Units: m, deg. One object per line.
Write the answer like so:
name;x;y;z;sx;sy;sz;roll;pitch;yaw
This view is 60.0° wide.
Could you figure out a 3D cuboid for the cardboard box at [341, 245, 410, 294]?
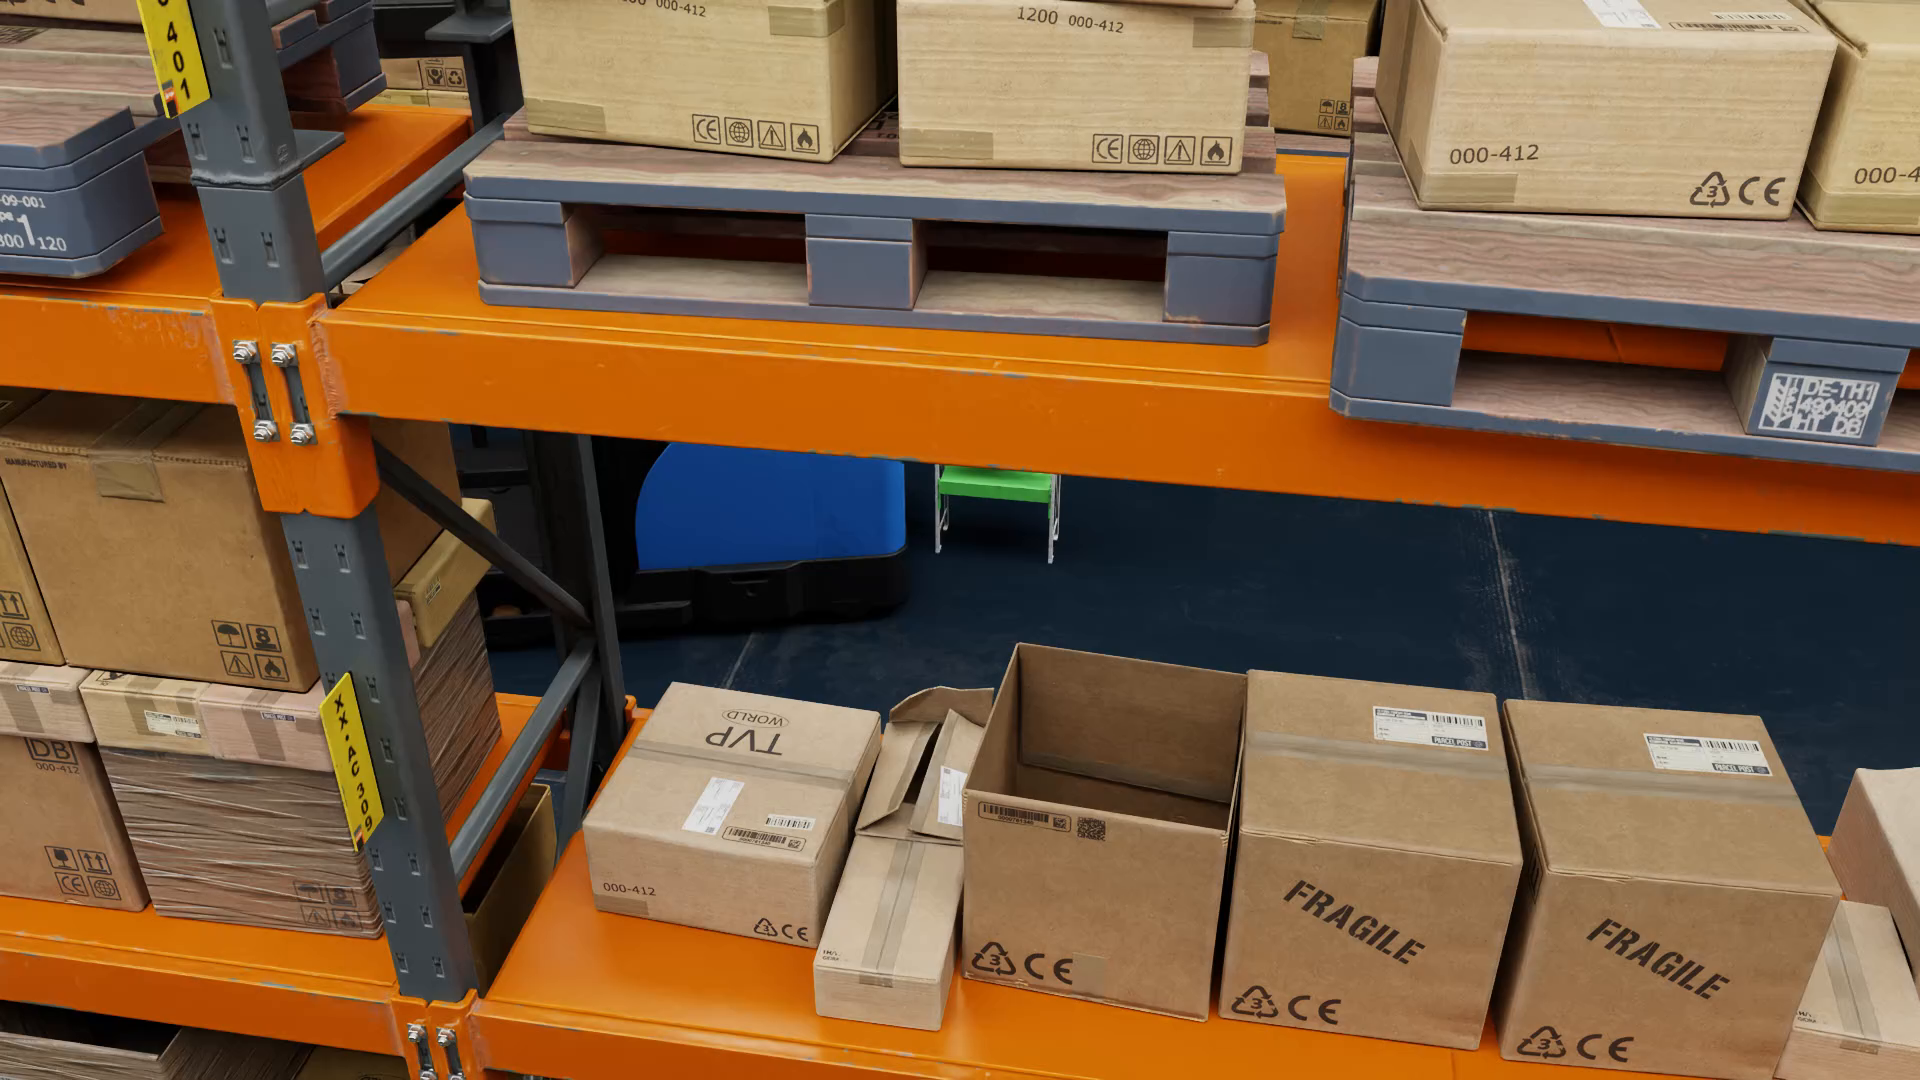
cardboard box;-2.854;-1.334;8.674;0.500;0.311;0.500;8;33;12

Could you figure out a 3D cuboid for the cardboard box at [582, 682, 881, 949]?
cardboard box;-0.477;0.586;3.628;0.500;0.250;0.500;7;33;11

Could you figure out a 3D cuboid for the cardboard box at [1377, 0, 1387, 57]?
cardboard box;2.106;-2.098;7.266;0.500;0.500;0.700;5;32;8

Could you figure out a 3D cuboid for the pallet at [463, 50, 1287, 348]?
pallet;-0.098;-0.617;2.762;1.217;0.209;0.805;4;32;6

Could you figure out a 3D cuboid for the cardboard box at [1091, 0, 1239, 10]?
cardboard box;0.197;-1.088;2.373;0.500;0.500;0.500;8;33;13

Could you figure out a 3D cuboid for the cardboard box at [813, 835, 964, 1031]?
cardboard box;-0.131;0.794;3.392;0.250;0.149;0.380;5;32;8

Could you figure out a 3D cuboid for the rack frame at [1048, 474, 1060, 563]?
rack frame;0.404;-0.472;6.873;0.015;1.200;0.240;5;32;8

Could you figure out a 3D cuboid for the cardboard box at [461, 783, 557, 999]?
cardboard box;-1.374;0.966;4.369;0.500;0.500;0.500;5;32;8

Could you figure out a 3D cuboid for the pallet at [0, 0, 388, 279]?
pallet;-1.815;-0.795;2.950;1.213;0.211;1.003;5;32;8

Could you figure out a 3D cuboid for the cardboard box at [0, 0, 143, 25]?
cardboard box;-1.422;-1.233;2.943;0.500;0.500;0.500;8;33;12

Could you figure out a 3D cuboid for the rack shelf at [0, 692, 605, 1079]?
rack shelf;-2.941;0.628;4.098;4.000;0.370;1.077;5;32;8

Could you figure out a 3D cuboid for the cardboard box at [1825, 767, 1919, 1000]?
cardboard box;2.124;0.715;3.365;0.500;0.311;0.500;5;32;8

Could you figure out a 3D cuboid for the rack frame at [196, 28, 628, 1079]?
rack frame;-0.970;0.501;3.622;0.127;3.000;1.000;5;32;8

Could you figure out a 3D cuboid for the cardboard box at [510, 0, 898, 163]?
cardboard box;-0.364;-0.825;2.659;0.500;0.250;0.500;8;33;13

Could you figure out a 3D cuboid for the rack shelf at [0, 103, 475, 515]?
rack shelf;-2.941;-0.644;3.302;4.000;0.370;1.077;5;32;8

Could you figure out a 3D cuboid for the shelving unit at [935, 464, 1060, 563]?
shelving unit;0.163;-0.494;6.908;0.503;1.200;0.258;5;32;8

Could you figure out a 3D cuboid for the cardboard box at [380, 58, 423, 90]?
cardboard box;-2.669;-2.411;7.691;0.500;0.500;0.500;4;32;7

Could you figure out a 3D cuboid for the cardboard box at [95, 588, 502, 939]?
cardboard box;-1.408;0.422;3.654;0.500;0.500;0.700;4;32;7

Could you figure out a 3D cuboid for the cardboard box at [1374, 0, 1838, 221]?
cardboard box;0.905;-0.682;2.431;0.500;0.250;0.500;3;32;4

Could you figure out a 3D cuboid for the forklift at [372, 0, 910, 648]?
forklift;-1.759;-1.102;6.247;3.031;2.935;1.130;-4;32;-6

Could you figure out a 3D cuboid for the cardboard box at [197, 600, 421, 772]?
cardboard box;-1.274;0.272;3.283;0.250;0.149;0.380;5;32;8

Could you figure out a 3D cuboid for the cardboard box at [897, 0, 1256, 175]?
cardboard box;0.178;-0.777;2.583;0.500;0.250;0.500;2;32;3

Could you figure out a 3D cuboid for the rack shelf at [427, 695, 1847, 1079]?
rack shelf;1.002;0.985;3.528;4.000;0.370;1.077;5;32;8

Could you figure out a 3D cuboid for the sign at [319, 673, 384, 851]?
sign;-1.062;0.391;2.907;0.005;0.325;0.100;5;32;8

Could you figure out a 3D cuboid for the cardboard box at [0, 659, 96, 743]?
cardboard box;-1.776;0.226;3.355;0.250;0.149;0.380;4;32;7

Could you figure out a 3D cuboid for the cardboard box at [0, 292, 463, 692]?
cardboard box;-1.408;-0.127;3.309;0.500;0.500;0.700;5;32;8

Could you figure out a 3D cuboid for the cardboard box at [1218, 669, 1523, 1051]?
cardboard box;0.797;0.628;3.326;0.500;0.500;0.500;5;32;8

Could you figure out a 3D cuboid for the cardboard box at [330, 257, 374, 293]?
cardboard box;-3.416;-1.385;8.755;0.500;0.311;0.500;2;32;3

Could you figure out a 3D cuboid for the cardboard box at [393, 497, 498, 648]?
cardboard box;-1.202;0.059;3.624;0.250;0.149;0.380;5;32;8

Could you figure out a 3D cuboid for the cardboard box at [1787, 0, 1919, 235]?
cardboard box;1.435;-0.633;2.353;0.500;0.250;0.500;5;32;7

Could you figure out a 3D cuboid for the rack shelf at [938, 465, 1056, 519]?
rack shelf;0.163;-0.236;7.069;0.480;0.148;0.258;5;32;8

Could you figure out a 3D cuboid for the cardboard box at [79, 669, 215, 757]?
cardboard box;-1.517;0.249;3.320;0.250;0.149;0.380;5;32;7

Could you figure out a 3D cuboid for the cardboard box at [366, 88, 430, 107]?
cardboard box;-2.640;-2.095;7.892;0.500;0.250;0.500;5;32;7

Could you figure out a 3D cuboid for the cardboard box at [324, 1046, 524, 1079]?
cardboard box;-1.376;1.289;4.560;0.500;0.250;0.500;5;32;8

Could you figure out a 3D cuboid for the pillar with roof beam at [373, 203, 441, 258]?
pillar with roof beam;-3.972;-3.128;3.766;0.400;9.000;9.100;5;32;8

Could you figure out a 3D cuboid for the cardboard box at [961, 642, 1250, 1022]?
cardboard box;0.304;0.583;3.397;0.500;0.500;0.500;7;33;12

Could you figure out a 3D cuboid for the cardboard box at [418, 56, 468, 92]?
cardboard box;-2.159;-2.371;7.627;0.500;0.500;0.500;6;33;10

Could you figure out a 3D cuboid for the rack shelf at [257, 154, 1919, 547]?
rack shelf;1.002;-0.287;2.732;4.000;0.370;1.077;5;32;8

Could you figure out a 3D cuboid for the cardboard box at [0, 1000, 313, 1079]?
cardboard box;-1.955;1.193;4.006;0.500;0.500;0.500;5;32;8

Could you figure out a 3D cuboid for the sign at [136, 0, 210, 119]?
sign;-1.062;-0.733;2.204;0.005;0.325;0.100;5;32;8

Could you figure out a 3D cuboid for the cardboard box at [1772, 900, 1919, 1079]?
cardboard box;1.707;0.880;3.253;0.250;0.149;0.380;8;33;12

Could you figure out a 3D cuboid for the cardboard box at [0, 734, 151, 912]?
cardboard box;-1.929;0.379;3.723;0.500;0.500;0.700;5;32;8

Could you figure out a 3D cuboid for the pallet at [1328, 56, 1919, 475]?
pallet;1.186;-0.445;2.485;1.213;0.211;1.003;7;33;10

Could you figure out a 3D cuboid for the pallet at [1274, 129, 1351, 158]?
pallet;1.845;-1.807;7.490;1.213;0.211;1.003;5;32;8

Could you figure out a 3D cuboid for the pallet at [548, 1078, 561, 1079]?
pallet;-1.747;1.590;4.510;1.213;0.211;1.003;5;32;8

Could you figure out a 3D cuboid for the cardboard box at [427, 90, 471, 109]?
cardboard box;-2.142;-2.049;7.818;0.500;0.250;0.500;5;32;9

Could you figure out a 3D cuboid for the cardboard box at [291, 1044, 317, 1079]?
cardboard box;-1.955;1.512;4.203;0.500;0.250;0.500;5;32;8

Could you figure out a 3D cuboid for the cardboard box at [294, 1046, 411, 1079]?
cardboard box;-1.464;1.562;4.124;0.500;0.250;0.500;5;32;8

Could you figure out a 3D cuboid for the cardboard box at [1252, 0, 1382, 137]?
cardboard box;1.560;-2.159;7.364;0.500;0.500;0.700;10;33;15

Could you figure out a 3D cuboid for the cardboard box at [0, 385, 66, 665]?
cardboard box;-1.907;-0.172;3.380;0.500;0.500;0.700;5;32;8

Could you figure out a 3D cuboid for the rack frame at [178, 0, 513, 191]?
rack frame;-0.970;-2.042;2.030;0.127;3.000;1.000;5;32;8

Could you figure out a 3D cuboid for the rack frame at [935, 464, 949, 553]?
rack frame;-0.077;-0.516;6.943;0.015;1.200;0.240;5;32;8

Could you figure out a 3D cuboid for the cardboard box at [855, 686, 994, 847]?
cardboard box;-0.072;0.541;3.686;0.258;0.266;0.396;4;32;7

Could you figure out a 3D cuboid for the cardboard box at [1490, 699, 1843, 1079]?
cardboard box;1.316;0.675;3.251;0.500;0.500;0.500;3;32;6
